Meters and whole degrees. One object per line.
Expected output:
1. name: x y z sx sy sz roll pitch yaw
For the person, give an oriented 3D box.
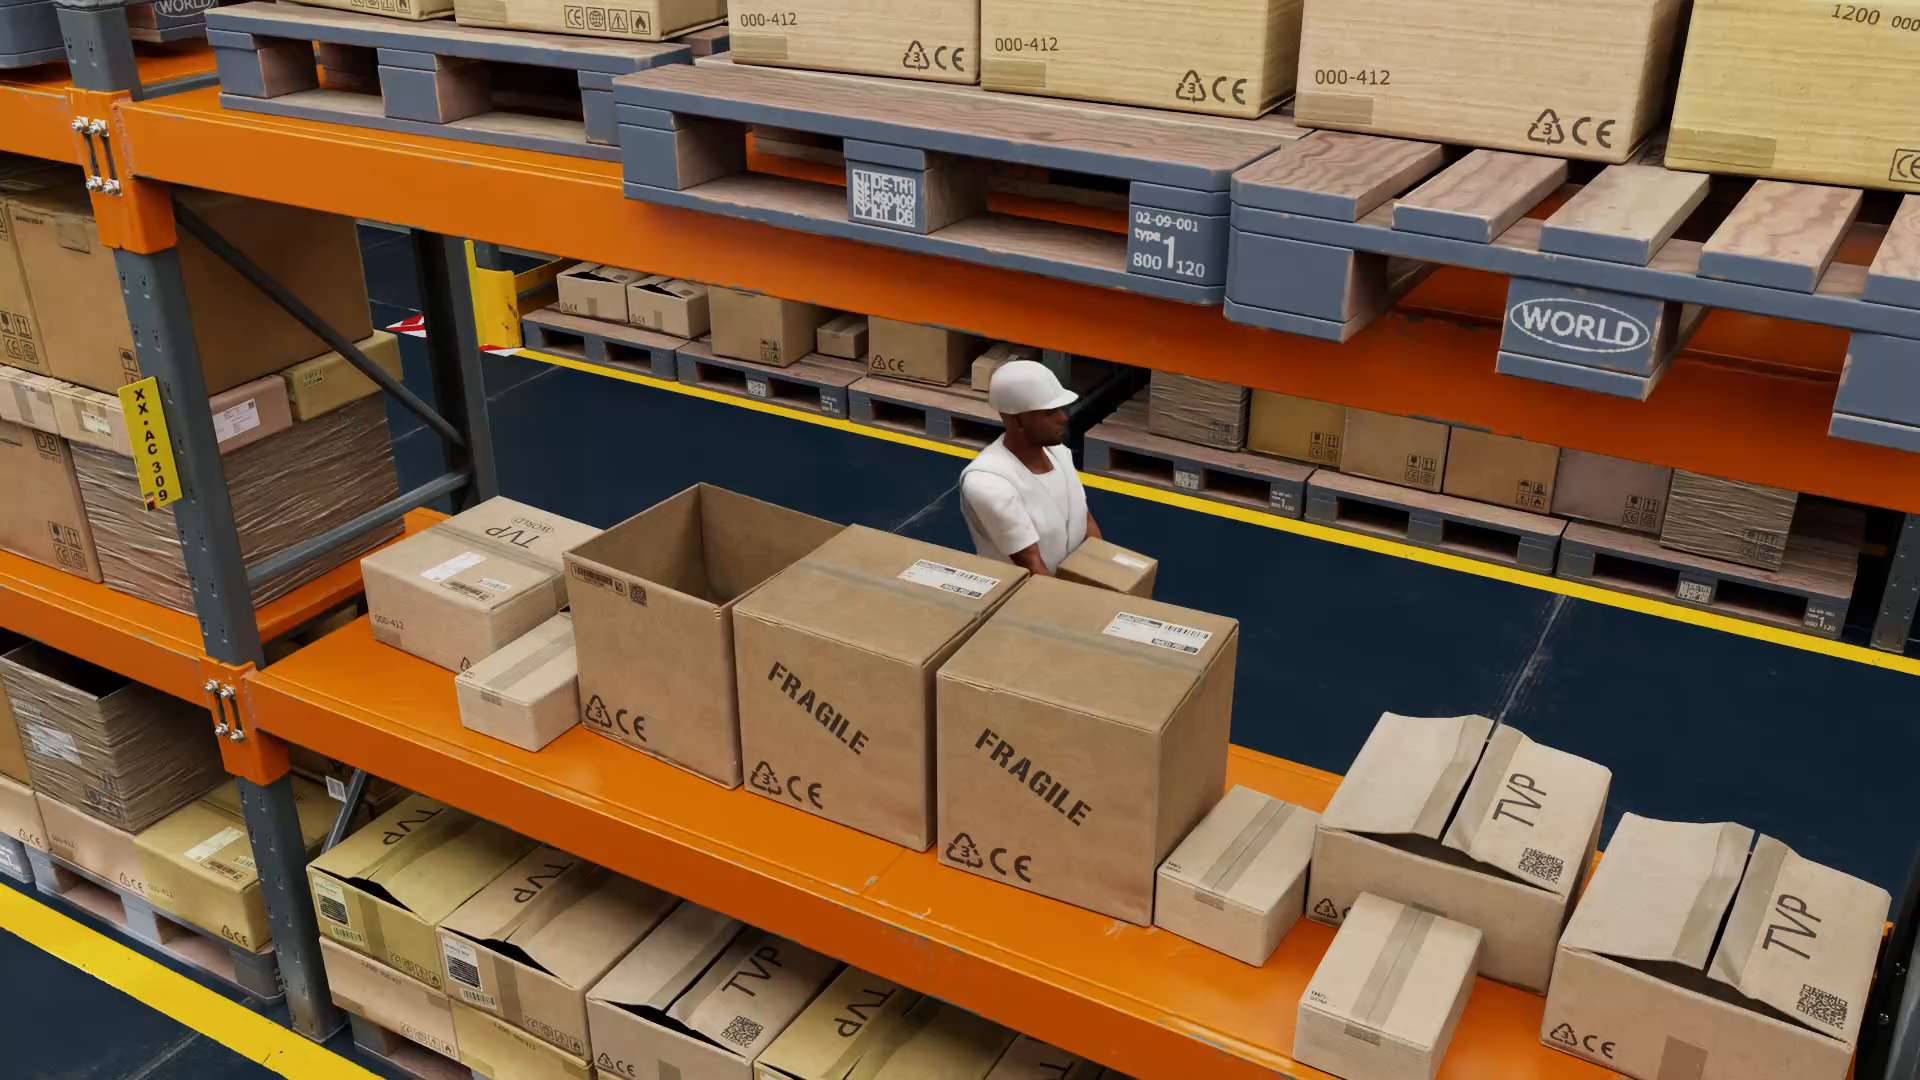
1. person: 0.306 0.259 5.572 0.577 1.760 0.503 15 30 27
